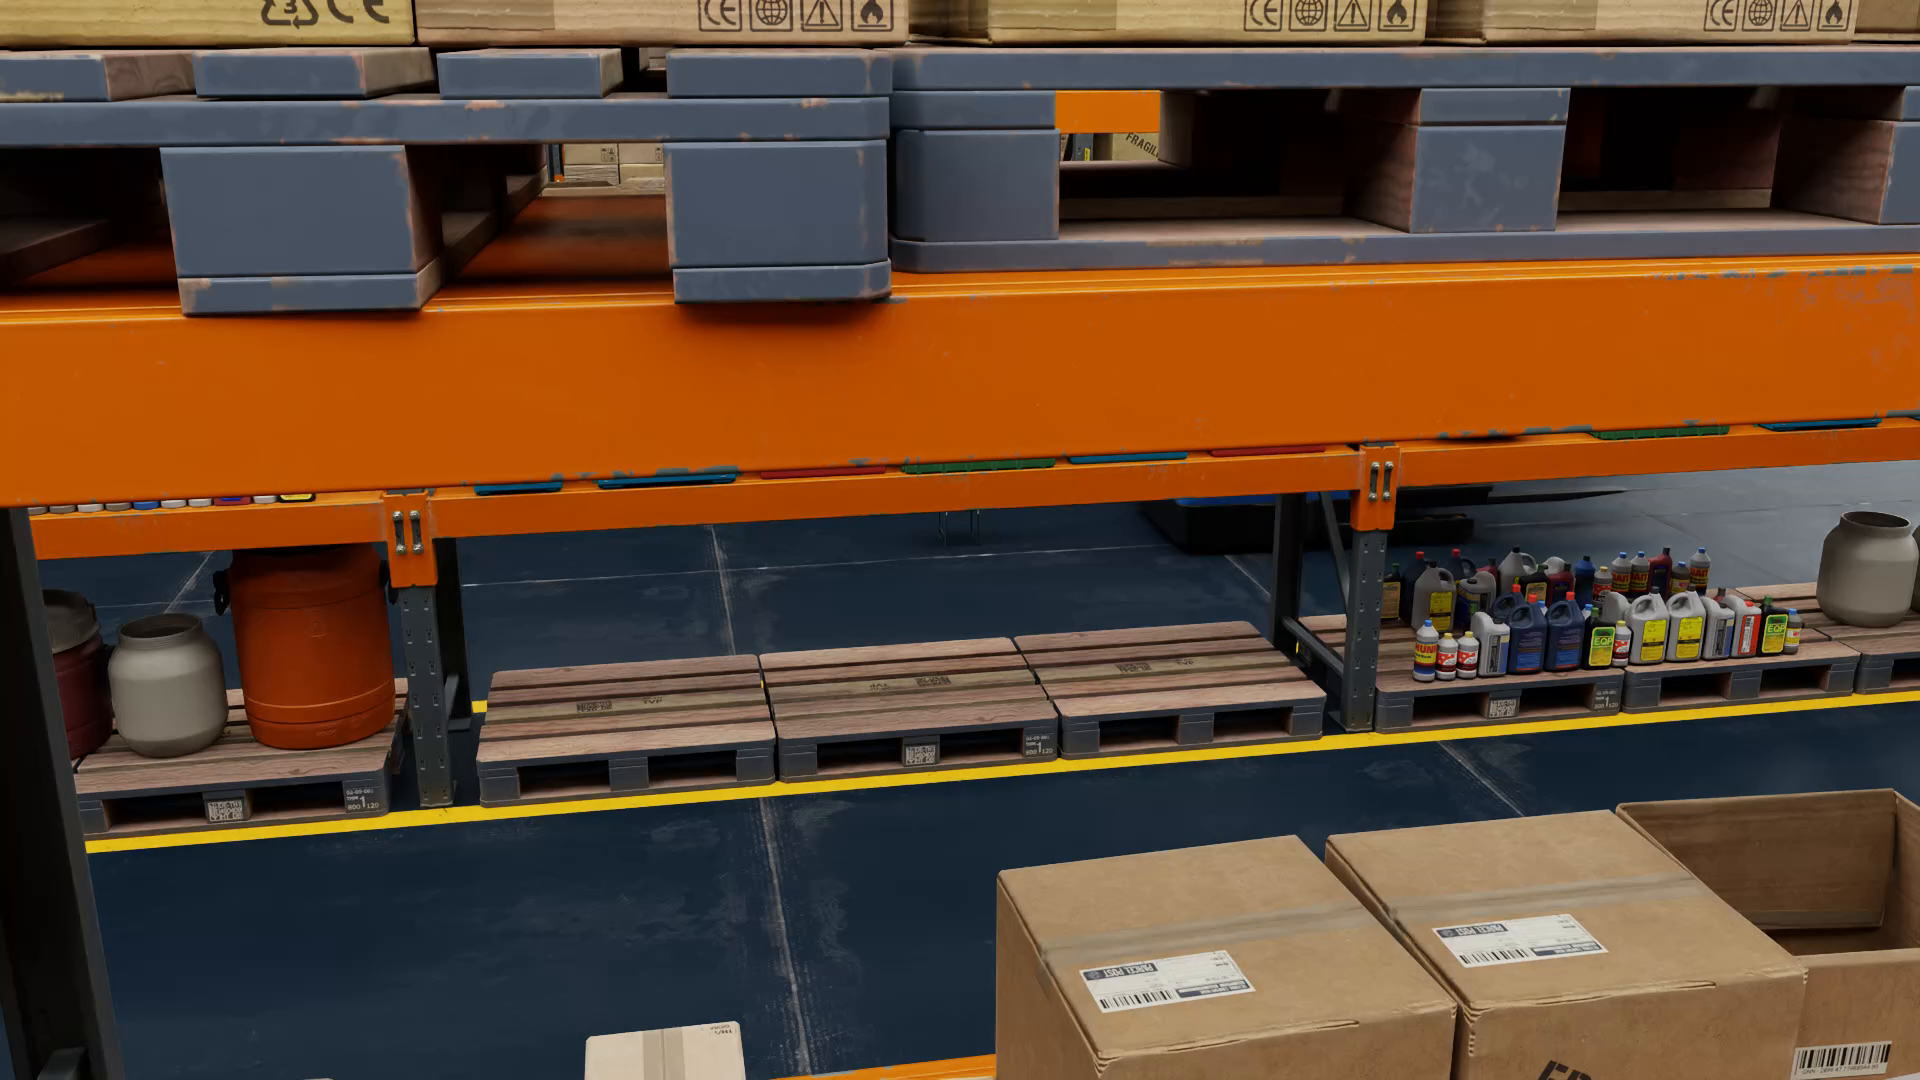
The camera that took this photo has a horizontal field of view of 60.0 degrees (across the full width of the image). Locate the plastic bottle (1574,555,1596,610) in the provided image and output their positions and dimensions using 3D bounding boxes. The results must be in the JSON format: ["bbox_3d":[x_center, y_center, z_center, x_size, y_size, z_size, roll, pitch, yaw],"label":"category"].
[{"bbox_3d":[3.159,0.209,8.421,0.097,0.271,0.097,0,17,0],"label":"plastic bottle"}]

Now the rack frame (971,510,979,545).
[{"bbox_3d":[0.092,-0.435,10.197,0.006,0.900,0.240,-3,17,-10],"label":"rack frame"}]

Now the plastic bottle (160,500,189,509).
[{"bbox_3d":[-2.978,-0.227,6.280,0.097,0.201,0.097,0,17,0],"label":"plastic bottle"}]

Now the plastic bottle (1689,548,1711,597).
[{"bbox_3d":[3.793,0.173,8.538,0.097,0.271,0.097,0,17,0],"label":"plastic bottle"}]

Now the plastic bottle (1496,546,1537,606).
[{"bbox_3d":[2.788,0.199,8.318,0.185,0.351,0.144,-3,17,-11],"label":"plastic bottle"}]

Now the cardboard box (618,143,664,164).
[{"bbox_3d":[-3.065,-3.927,16.114,0.500,0.500,0.700,-3,17,-11],"label":"cardboard box"}]

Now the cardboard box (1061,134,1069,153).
[{"bbox_3d":[0.810,-4.236,16.899,0.550,0.550,0.875,-3,17,-10],"label":"cardboard box"}]

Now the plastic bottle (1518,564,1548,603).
[{"bbox_3d":[2.833,0.259,8.237,0.133,0.283,0.061,-3,17,-10],"label":"plastic bottle"}]

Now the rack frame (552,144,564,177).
[{"bbox_3d":[-5.042,-4.771,20.738,0.127,3.000,1.000,-3,17,-10],"label":"rack frame"}]

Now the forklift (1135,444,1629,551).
[{"bbox_3d":[2.712,-1.525,10.285,3.031,2.935,1.130,-3,17,-9],"label":"forklift"}]

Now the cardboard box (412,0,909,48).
[{"bbox_3d":[-0.340,-0.698,1.905,0.500,0.250,0.500,-3,17,-9],"label":"cardboard box"}]

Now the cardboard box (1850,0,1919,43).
[{"bbox_3d":[1.495,-0.781,2.179,0.500,0.250,0.500,-5,18,-16],"label":"cardboard box"}]

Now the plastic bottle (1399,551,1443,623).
[{"bbox_3d":[2.283,0.227,8.225,0.185,0.351,0.144,-4,17,-12],"label":"plastic bottle"}]

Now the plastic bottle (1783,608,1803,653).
[{"bbox_3d":[3.912,0.424,7.841,0.097,0.201,0.097,0,17,0],"label":"plastic bottle"}]

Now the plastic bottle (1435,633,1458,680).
[{"bbox_3d":[2.201,0.521,7.524,0.097,0.201,0.097,0,17,0],"label":"plastic bottle"}]

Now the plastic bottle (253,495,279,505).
[{"bbox_3d":[-2.655,-0.245,6.340,0.097,0.201,0.097,0,17,0],"label":"plastic bottle"}]

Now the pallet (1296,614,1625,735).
[{"bbox_3d":[2.372,0.598,8.005,1.213,0.211,1.003,-3,17,-10],"label":"pallet"}]

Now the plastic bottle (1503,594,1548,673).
[{"bbox_3d":[2.576,0.421,7.595,0.185,0.351,0.144,-3,17,-9],"label":"plastic bottle"}]

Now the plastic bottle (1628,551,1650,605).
[{"bbox_3d":[3.457,0.192,8.476,0.097,0.271,0.097,0,17,0],"label":"plastic bottle"}]

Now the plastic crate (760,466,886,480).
[{"bbox_3d":[-0.578,-0.519,6.784,0.583,0.464,0.402,-3,17,-10],"label":"plastic crate"}]

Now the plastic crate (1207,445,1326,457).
[{"bbox_3d":[1.288,-0.625,7.129,0.583,0.464,0.402,-3,17,-10],"label":"plastic crate"}]

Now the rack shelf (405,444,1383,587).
[{"bbox_3d":[-0.259,-0.254,7.256,4.000,0.370,1.077,-3,17,-10],"label":"rack shelf"}]

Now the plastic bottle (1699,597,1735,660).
[{"bbox_3d":[3.523,0.402,7.784,0.135,0.276,0.152,-4,17,-12],"label":"plastic bottle"}]

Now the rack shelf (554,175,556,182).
[{"bbox_3d":[-7.006,-4.316,20.481,4.000,0.370,1.077,-3,17,-10],"label":"rack shelf"}]

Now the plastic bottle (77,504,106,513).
[{"bbox_3d":[-3.264,-0.244,6.217,0.097,0.271,0.097,0,17,0],"label":"plastic bottle"}]

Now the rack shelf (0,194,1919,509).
[{"bbox_3d":[0.677,-0.354,2.137,3.809,0.124,0.919,-3,17,-10],"label":"rack shelf"}]

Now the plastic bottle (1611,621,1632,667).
[{"bbox_3d":[3.044,0.473,7.680,0.097,0.201,0.097,0,17,0],"label":"plastic bottle"}]

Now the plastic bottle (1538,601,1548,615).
[{"bbox_3d":[2.696,0.416,7.746,0.097,0.271,0.097,0,17,0],"label":"plastic bottle"}]

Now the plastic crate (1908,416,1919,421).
[{"bbox_3d":[4.559,-0.713,7.777,0.408,0.251,0.499,-3,17,-10],"label":"plastic crate"}]

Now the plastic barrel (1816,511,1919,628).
[{"bbox_3d":[4.508,0.143,8.260,0.421,0.512,0.421,0,17,0],"label":"plastic barrel"}]

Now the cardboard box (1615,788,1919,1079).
[{"bbox_3d":[1.367,0.738,2.629,0.500,0.500,0.500,-2,17,-6],"label":"cardboard box"}]

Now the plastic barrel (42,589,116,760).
[{"bbox_3d":[-3.808,0.560,6.771,0.708,0.588,0.600,-3,17,-10],"label":"plastic barrel"}]

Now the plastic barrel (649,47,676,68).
[{"bbox_3d":[-1.375,-2.144,6.219,0.600,0.901,0.600,0,17,0],"label":"plastic barrel"}]

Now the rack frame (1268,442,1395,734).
[{"bbox_3d":[1.705,-0.710,7.513,0.127,3.000,1.000,-3,17,-10],"label":"rack frame"}]

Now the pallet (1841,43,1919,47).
[{"bbox_3d":[1.777,-0.571,2.279,1.217,0.209,0.805,-4,18,-13],"label":"pallet"}]

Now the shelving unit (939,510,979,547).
[{"bbox_3d":[-0.008,-0.430,10.178,0.210,0.900,0.258,-3,17,-10],"label":"shelving unit"}]

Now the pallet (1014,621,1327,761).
[{"bbox_3d":[0.941,0.678,7.744,1.213,0.211,1.003,-3,17,-10],"label":"pallet"}]

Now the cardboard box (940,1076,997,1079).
[{"bbox_3d":[-0.045,0.974,2.459,0.250,0.149,0.380,-2,17,-6],"label":"cardboard box"}]

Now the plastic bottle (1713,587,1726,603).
[{"bbox_3d":[3.639,0.360,7.908,0.133,0.283,0.061,-3,17,-10],"label":"plastic bottle"}]

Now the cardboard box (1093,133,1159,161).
[{"bbox_3d":[1.255,-2.757,11.800,0.500,0.500,0.500,-3,17,-10],"label":"cardboard box"}]

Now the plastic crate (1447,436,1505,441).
[{"bbox_3d":[2.243,-0.672,7.498,0.504,0.338,0.767,-3,17,-10],"label":"plastic crate"}]
